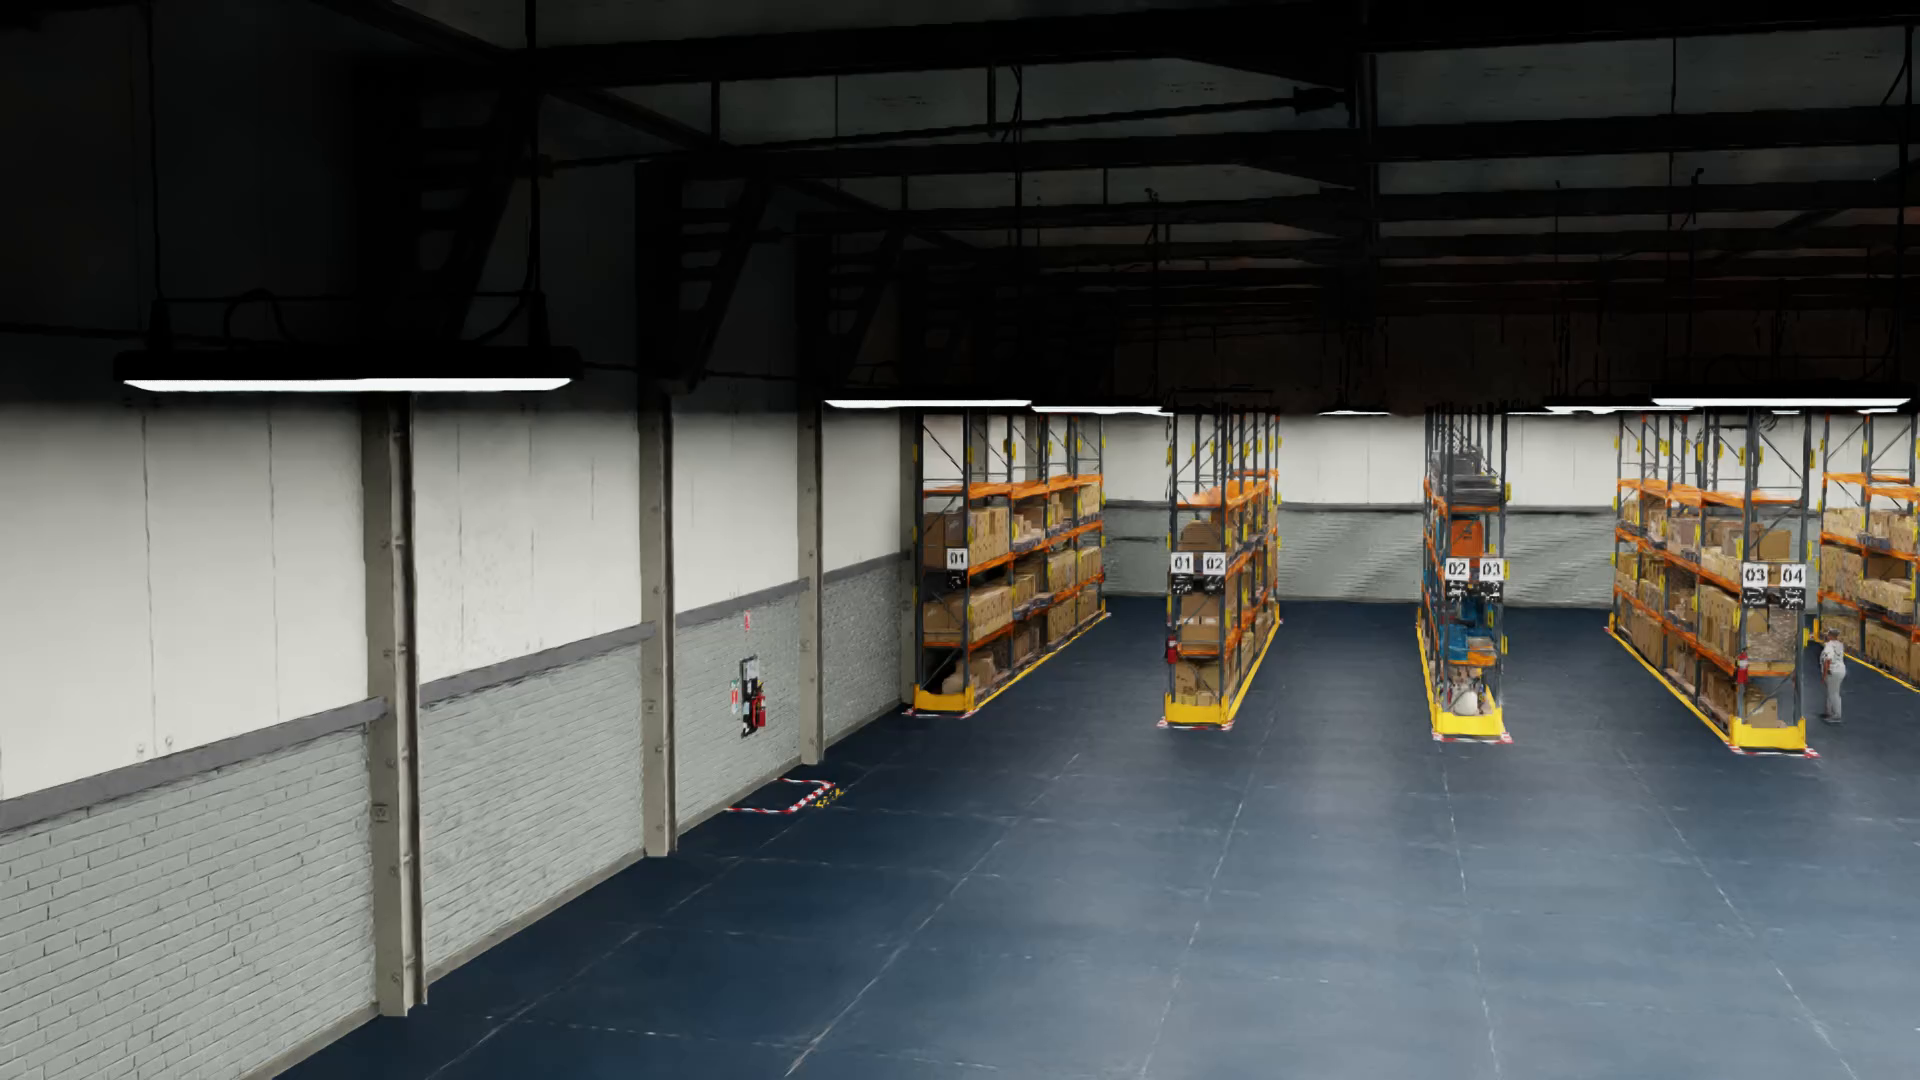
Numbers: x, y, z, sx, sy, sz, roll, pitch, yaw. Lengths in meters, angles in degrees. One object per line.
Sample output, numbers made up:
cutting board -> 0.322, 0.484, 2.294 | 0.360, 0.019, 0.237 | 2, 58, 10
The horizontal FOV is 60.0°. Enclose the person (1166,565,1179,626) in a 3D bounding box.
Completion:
person -> 5.855, 1.507, 45.555 | 0.454, 1.679, 0.536 | 0, 4, -5

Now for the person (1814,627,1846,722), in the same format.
person -> 16.398, 2.519, 31.353 | 0.654, 1.748, 0.574 | -4, 6, -43
